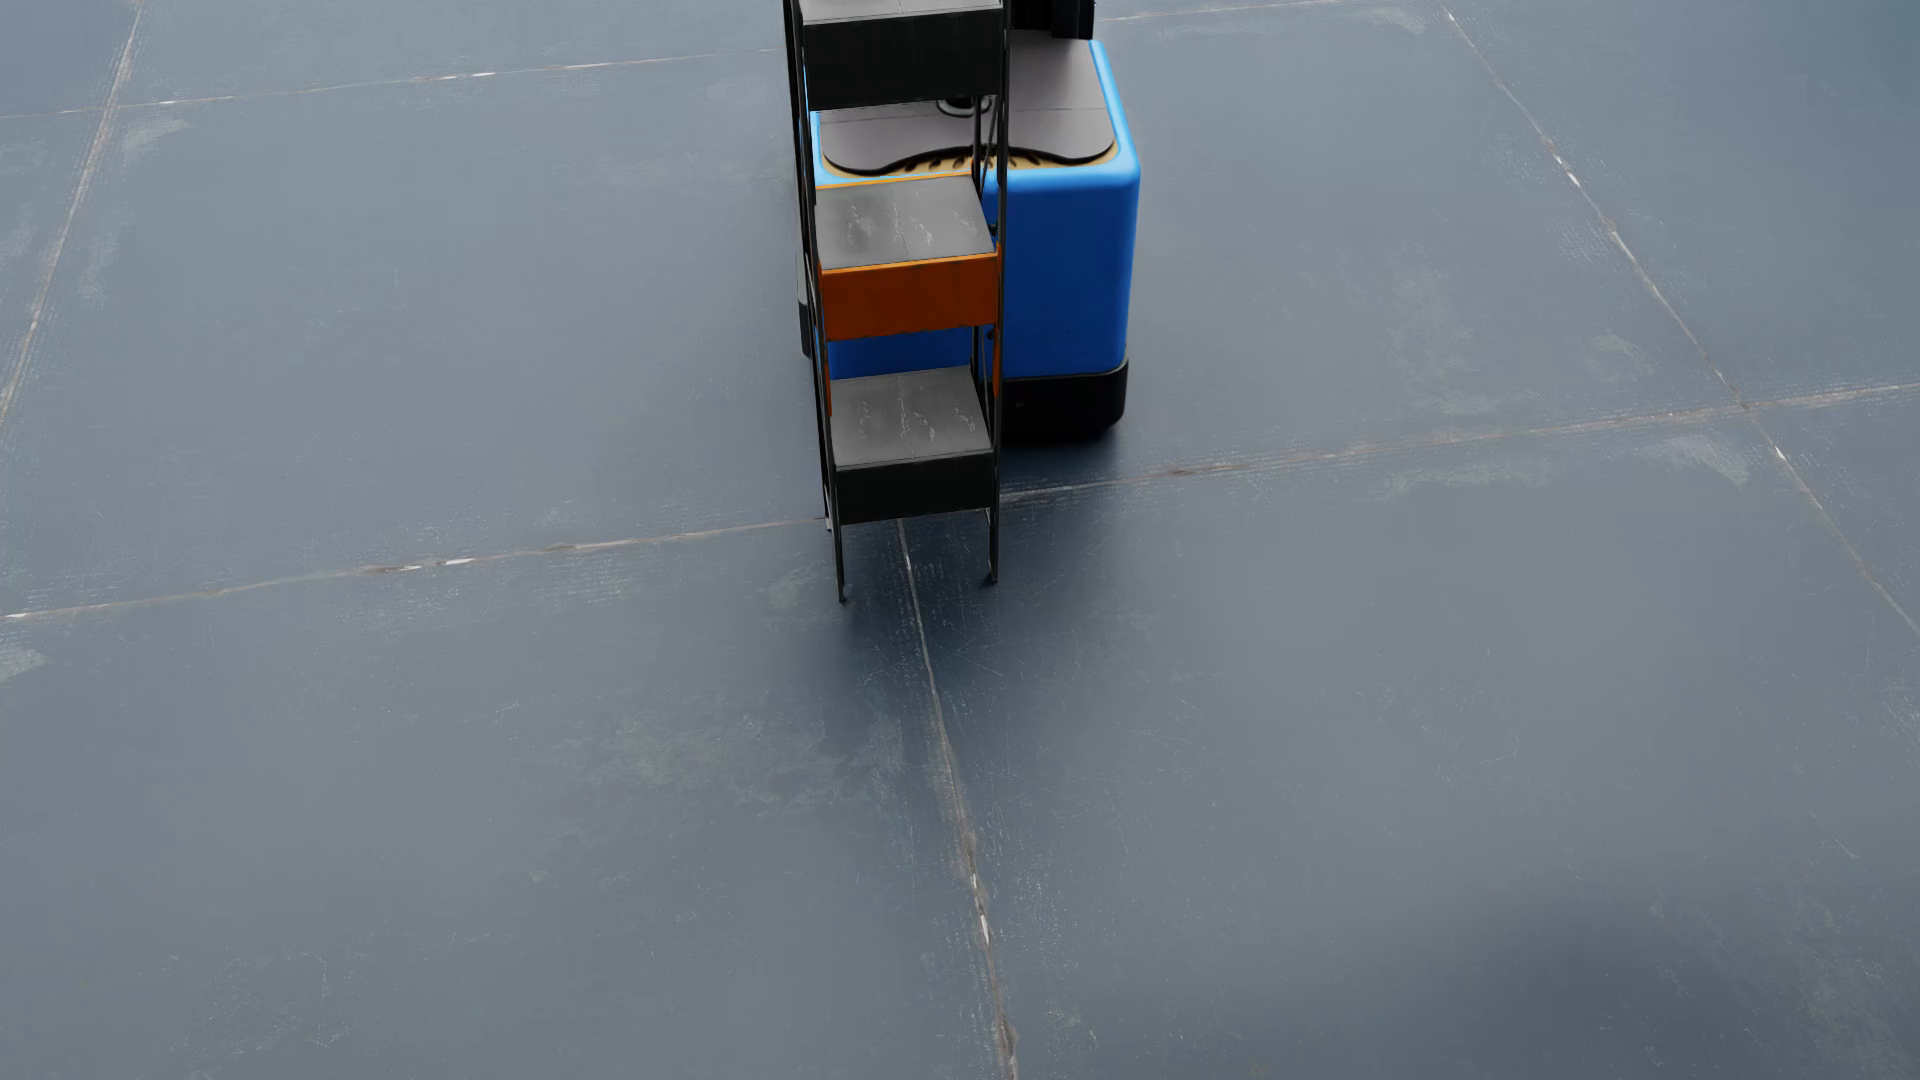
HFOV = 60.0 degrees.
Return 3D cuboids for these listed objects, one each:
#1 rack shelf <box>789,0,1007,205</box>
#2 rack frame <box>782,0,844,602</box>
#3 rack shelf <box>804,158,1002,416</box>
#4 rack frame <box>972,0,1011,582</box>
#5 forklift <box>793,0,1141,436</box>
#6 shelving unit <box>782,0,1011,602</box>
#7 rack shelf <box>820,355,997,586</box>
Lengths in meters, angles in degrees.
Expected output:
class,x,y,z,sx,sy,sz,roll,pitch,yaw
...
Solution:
class,x,y,z,sx,sy,sz,roll,pitch,yaw
rack shelf,-0.163,-1.184,4.104,0.480,0.518,0.431,-7,46,-7
rack frame,-0.404,-0.678,4.569,0.015,2.100,0.400,-7,46,-7
rack shelf,-0.163,-0.699,4.608,0.480,0.518,0.431,-7,46,-7
rack frame,0.077,-0.738,4.627,0.015,2.100,0.400,-7,46,-7
forklift,-0.095,-2.400,5.651,1.130,2.935,3.031,-4,46,-4
shelving unit,-0.163,-0.708,4.598,0.503,2.100,0.431,-7,46,-7
rack shelf,-0.163,-0.213,5.112,0.480,0.518,0.431,-7,46,-7
